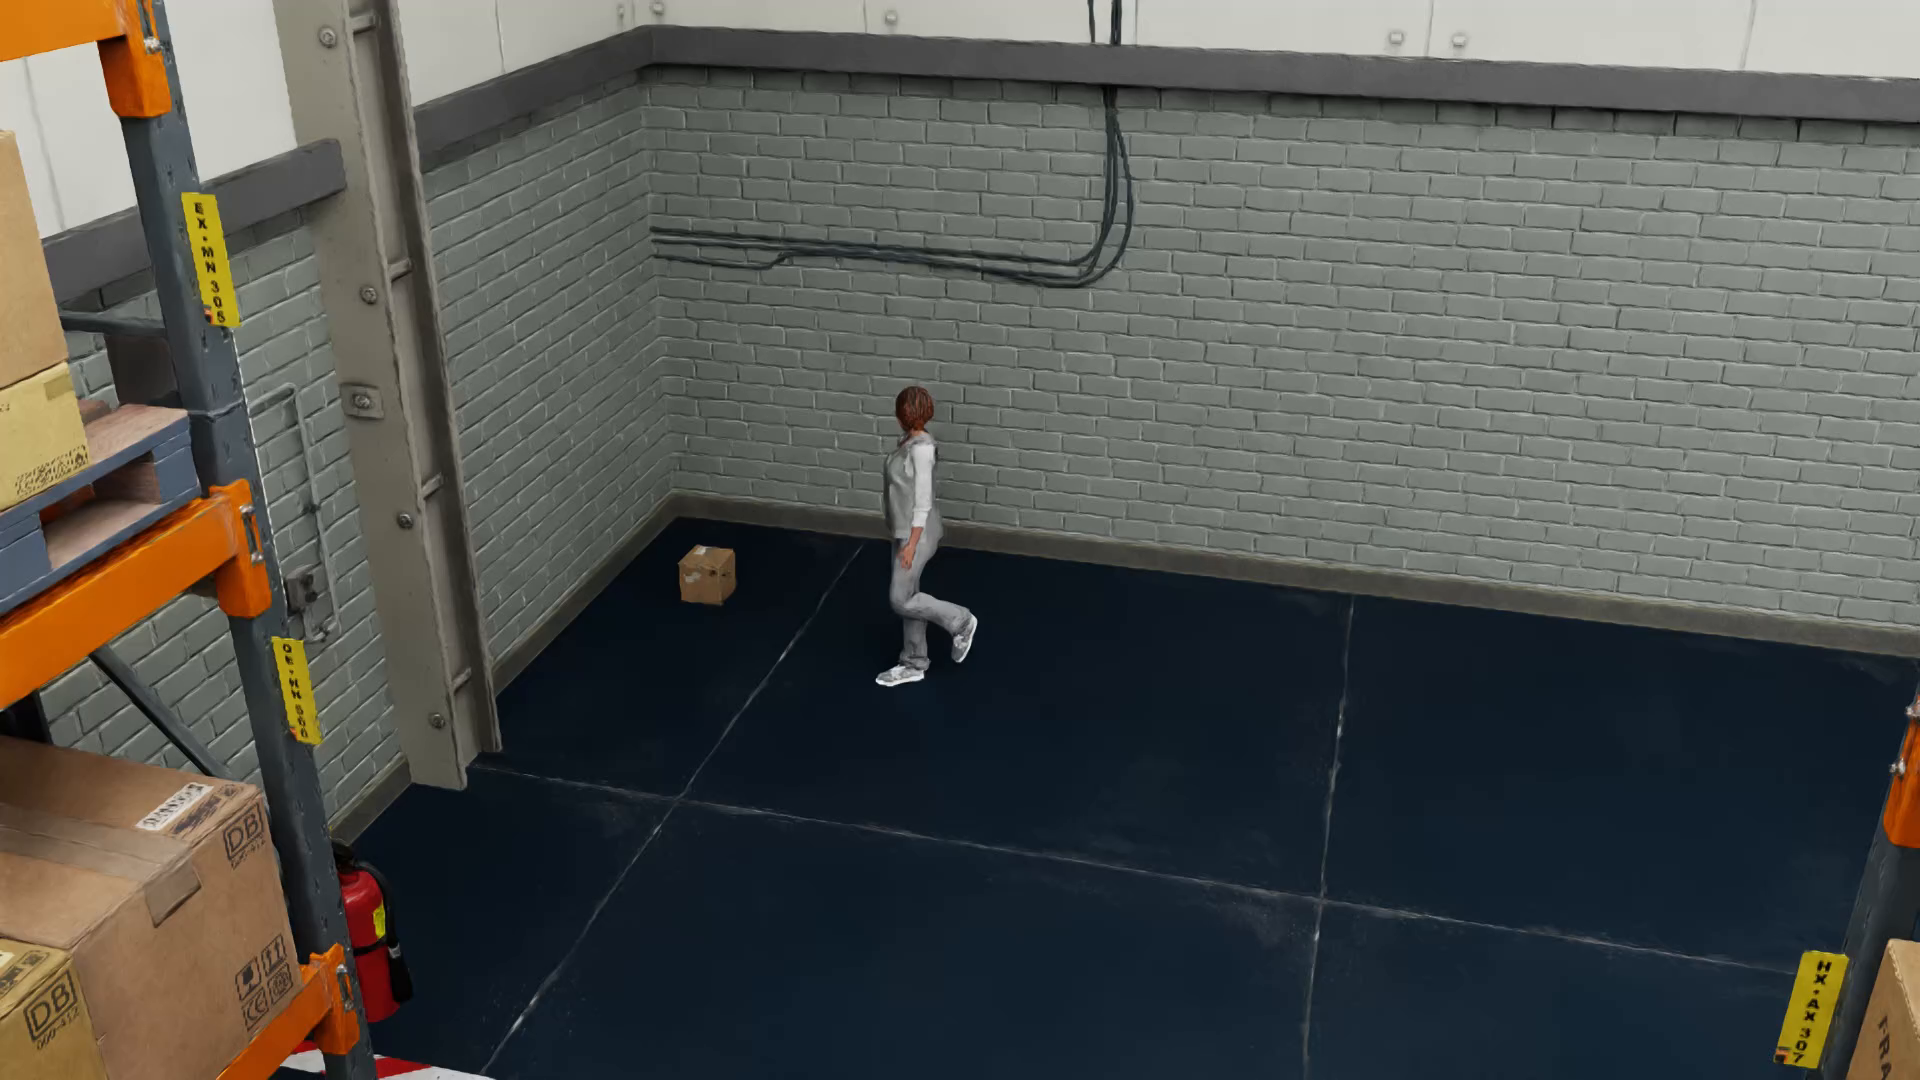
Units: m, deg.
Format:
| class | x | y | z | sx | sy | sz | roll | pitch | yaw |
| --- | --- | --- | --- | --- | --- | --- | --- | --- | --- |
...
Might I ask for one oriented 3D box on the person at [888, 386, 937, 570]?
| class | x | y | z | sx | sy | sz | roll | pitch | yaw |
| --- | --- | --- | --- | --- | --- | --- | --- | --- | --- |
| person | -0.241 | -0.298 | 8.563 | 0.273 | 0.932 | 0.466 | -7 | 27 | -14 |
